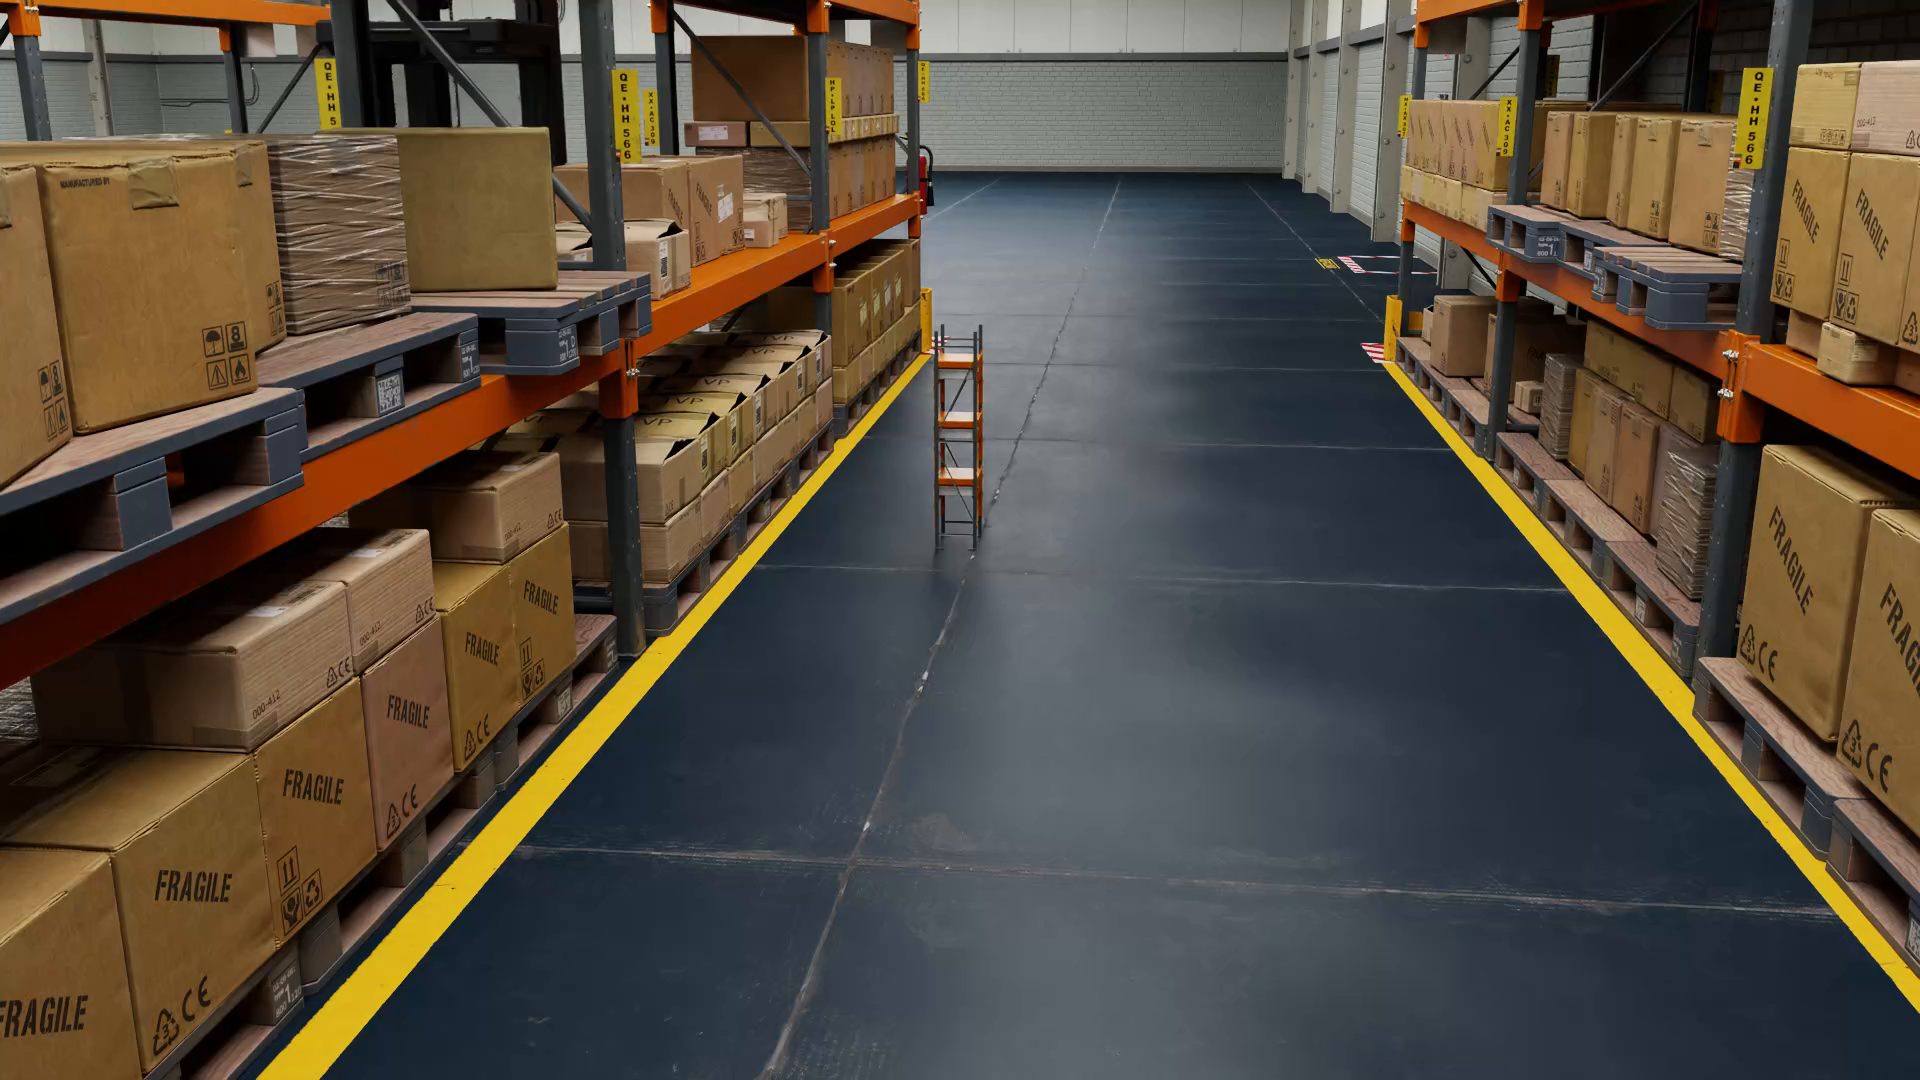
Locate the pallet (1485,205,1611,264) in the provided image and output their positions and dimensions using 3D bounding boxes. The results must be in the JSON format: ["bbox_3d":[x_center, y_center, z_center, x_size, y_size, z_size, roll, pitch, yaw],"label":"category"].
[{"bbox_3d":[3.403,-1.619,8.769,1.003,0.211,1.213,2,15,6],"label":"pallet"}]

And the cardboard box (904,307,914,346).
[{"bbox_3d":[-0.648,-1.685,13.111,0.500,0.250,0.500,2,15,6],"label":"cardboard box"}]

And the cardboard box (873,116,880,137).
[{"bbox_3d":[-0.807,-3.077,12.360,0.380,0.149,0.250,2,15,8],"label":"cardboard box"}]

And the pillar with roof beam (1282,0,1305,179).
[{"bbox_3d":[3.974,-13.539,40.993,9.100,9.000,0.400,2,15,6],"label":"pillar with roof beam"}]

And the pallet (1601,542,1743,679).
[{"bbox_3d":[3.272,0.276,6.738,1.003,0.211,1.213,2,15,6],"label":"pallet"}]

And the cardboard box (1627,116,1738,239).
[{"bbox_3d":[3.344,-1.574,7.204,0.700,0.500,0.500,2,15,6],"label":"cardboard box"}]

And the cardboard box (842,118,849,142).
[{"bbox_3d":[-0.951,-2.741,11.117,0.380,0.149,0.250,1,15,4],"label":"cardboard box"}]

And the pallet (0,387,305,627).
[{"bbox_3d":[-1.992,-0.087,3.104,1.003,0.211,1.213,2,15,6],"label":"pallet"}]

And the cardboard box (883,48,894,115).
[{"bbox_3d":[-0.908,-3.628,13.155,0.700,0.500,0.500,2,15,6],"label":"cardboard box"}]

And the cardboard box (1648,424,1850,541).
[{"bbox_3d":[3.386,-0.192,7.071,0.700,0.500,0.500,2,15,6],"label":"cardboard box"}]

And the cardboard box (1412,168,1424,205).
[{"bbox_3d":[3.671,-2.628,12.382,0.500,0.250,0.500,1,15,5],"label":"cardboard box"}]

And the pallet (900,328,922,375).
[{"bbox_3d":[-0.882,-1.542,13.460,1.003,0.211,1.213,2,15,6],"label":"pallet"}]

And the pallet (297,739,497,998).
[{"bbox_3d":[-2.002,0.841,4.646,1.003,0.211,1.213,2,15,6],"label":"pallet"}]

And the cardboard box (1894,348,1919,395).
[{"bbox_3d":[2.858,-0.477,4.624,0.380,0.149,0.250,2,15,6],"label":"cardboard box"}]

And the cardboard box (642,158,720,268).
[{"bbox_3d":[-1.507,-1.633,8.264,0.500,0.500,0.500,2,15,6],"label":"cardboard box"}]

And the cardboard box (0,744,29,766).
[{"bbox_3d":[-2.356,0.755,3.571,0.500,0.500,0.500,2,15,6],"label":"cardboard box"}]

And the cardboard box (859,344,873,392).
[{"bbox_3d":[-0.873,-1.166,11.193,0.500,0.250,0.500,2,15,6],"label":"cardboard box"}]

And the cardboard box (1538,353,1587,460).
[{"bbox_3d":[3.568,-0.720,9.023,0.700,0.500,0.500,2,15,8],"label":"cardboard box"}]

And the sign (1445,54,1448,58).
[{"bbox_3d":[5.960,-6.050,20.348,0.001,0.298,0.199,2,15,6],"label":"sign"}]

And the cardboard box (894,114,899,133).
[{"bbox_3d":[-0.691,-3.344,13.349,0.380,0.149,0.250,1,15,5],"label":"cardboard box"}]

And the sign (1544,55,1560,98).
[{"bbox_3d":[4.635,-3.633,13.026,0.100,0.325,0.005,2,15,6],"label":"sign"}]

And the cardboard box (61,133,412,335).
[{"bbox_3d":[-1.992,-0.866,4.620,0.700,0.500,0.500,5,16,17],"label":"cardboard box"}]

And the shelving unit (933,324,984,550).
[{"bbox_3d":[-0.006,-0.493,7.974,0.215,1.050,0.252,2,15,6],"label":"shelving unit"}]

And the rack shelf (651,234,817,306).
[{"bbox_3d":[-1.514,-1.279,8.148,0.919,0.124,3.809,2,15,6],"label":"rack shelf"}]

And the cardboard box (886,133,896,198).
[{"bbox_3d":[-0.902,-3.015,13.375,0.700,0.500,0.500,2,15,6],"label":"cardboard box"}]

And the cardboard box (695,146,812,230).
[{"bbox_3d":[-1.245,-2.214,10.411,0.700,0.500,0.500,1,15,5],"label":"cardboard box"}]

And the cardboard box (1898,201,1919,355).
[{"bbox_3d":[2.748,-0.687,4.155,0.500,0.500,0.500,2,15,6],"label":"cardboard box"}]

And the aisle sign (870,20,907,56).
[{"bbox_3d":[-0.538,-4.351,13.526,0.394,0.787,0.004,2,15,6],"label":"aisle sign"}]

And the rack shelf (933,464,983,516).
[{"bbox_3d":[-0.006,-0.214,8.049,0.215,0.259,0.240,2,15,6],"label":"rack shelf"}]

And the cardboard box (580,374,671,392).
[{"bbox_3d":[-1.755,-0.698,8.385,0.500,0.311,0.500,2,15,8],"label":"cardboard box"}]

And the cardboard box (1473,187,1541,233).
[{"bbox_3d":[3.386,-1.974,9.966,0.500,0.250,0.500,2,15,6],"label":"cardboard box"}]

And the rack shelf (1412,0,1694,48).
[{"bbox_3d":[3.860,-3.525,11.082,1.077,0.370,4.000,2,15,6],"label":"rack shelf"}]

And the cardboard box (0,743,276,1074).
[{"bbox_3d":[-1.845,0.762,3.543,0.500,0.500,0.500,2,15,7],"label":"cardboard box"}]

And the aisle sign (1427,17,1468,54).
[{"bbox_3d":[3.796,-4.225,13.061,0.394,0.787,0.004,2,15,6],"label":"aisle sign"}]

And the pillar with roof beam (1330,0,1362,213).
[{"bbox_3d":[2.620,-10.427,29.483,9.100,9.000,0.400,2,15,6],"label":"pillar with roof beam"}]

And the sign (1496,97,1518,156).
[{"bbox_3d":[3.094,-2.337,9.400,0.100,0.325,0.005,2,15,6],"label":"sign"}]

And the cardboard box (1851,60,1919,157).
[{"bbox_3d":[2.815,-1.182,4.550,0.500,0.250,0.500,1,15,5],"label":"cardboard box"}]

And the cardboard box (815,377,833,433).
[{"bbox_3d":[-1.047,-0.810,9.872,0.500,0.250,0.500,2,15,6],"label":"cardboard box"}]

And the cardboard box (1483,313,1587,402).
[{"bbox_3d":[3.711,-1.181,10.730,0.500,0.500,0.500,1,15,2],"label":"cardboard box"}]

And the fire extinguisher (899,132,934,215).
[{"bbox_3d":[-0.362,-3.067,13.907,0.296,0.674,0.183,2,15,6],"label":"fire extinguisher"}]

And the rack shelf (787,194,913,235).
[{"bbox_3d":[-1.063,-2.316,11.984,0.919,0.124,3.809,2,15,6],"label":"rack shelf"}]

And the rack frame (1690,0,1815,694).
[{"bbox_3d":[3.183,-0.868,5.625,1.000,3.000,0.127,2,15,6],"label":"rack frame"}]

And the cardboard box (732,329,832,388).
[{"bbox_3d":[-1.049,-1.083,9.809,0.500,0.311,0.500,2,15,6],"label":"cardboard box"}]

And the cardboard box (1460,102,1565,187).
[{"bbox_3d":[3.431,-2.466,10.347,0.500,0.500,0.500,2,15,6],"label":"cardboard box"}]

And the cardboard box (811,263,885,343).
[{"bbox_3d":[-0.812,-1.658,11.574,0.500,0.500,0.500,2,15,6],"label":"cardboard box"}]

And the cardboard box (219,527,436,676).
[{"bbox_3d":[-1.725,0.149,4.373,0.500,0.250,0.500,1,15,5],"label":"cardboard box"}]

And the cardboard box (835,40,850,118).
[{"bbox_3d":[-1.132,-3.101,11.207,0.700,0.500,0.500,2,15,6],"label":"cardboard box"}]

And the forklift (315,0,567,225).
[{"bbox_3d":[-2.916,-1.920,9.649,1.130,2.935,3.031,2,15,7],"label":"forklift"}]
